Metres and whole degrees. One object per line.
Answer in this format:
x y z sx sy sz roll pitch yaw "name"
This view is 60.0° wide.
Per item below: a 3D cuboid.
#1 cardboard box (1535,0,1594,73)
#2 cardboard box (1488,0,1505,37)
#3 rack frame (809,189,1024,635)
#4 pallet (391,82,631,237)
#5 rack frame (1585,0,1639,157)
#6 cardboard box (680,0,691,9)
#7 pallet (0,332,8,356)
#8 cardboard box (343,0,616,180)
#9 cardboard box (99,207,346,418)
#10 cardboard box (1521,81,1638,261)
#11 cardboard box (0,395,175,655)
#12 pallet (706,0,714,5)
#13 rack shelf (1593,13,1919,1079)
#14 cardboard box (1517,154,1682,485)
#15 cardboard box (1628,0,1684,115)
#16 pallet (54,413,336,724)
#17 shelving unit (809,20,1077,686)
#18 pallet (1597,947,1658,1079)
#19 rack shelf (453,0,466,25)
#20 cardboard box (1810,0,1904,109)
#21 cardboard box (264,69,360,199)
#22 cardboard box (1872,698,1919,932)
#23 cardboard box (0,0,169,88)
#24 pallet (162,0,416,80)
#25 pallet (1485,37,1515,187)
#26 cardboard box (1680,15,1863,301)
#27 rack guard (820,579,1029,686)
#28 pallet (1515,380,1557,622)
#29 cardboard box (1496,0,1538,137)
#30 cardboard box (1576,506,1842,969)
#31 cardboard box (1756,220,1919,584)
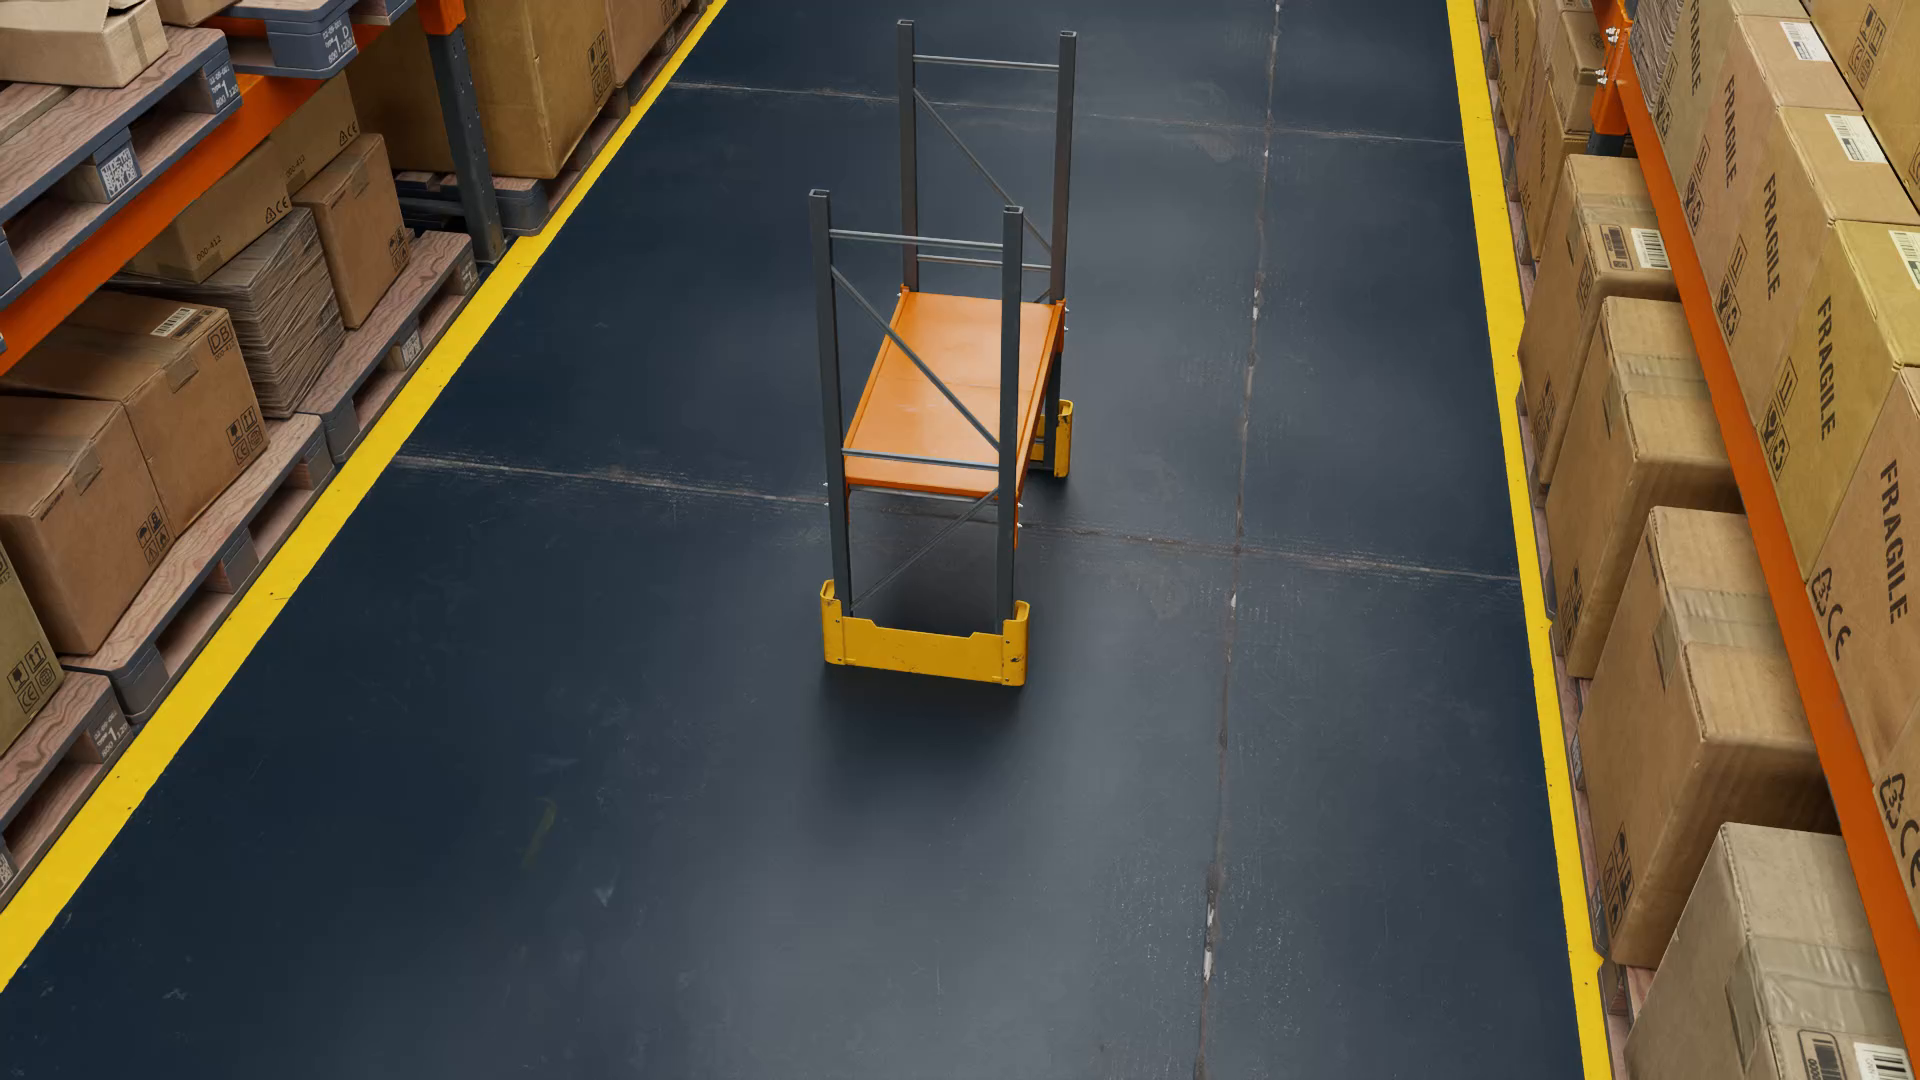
2.492 -1.980 6.334 0.500 0.250 0.500 7 40 8 "cardboard box"
2.768 -2.658 7.743 0.500 0.500 0.500 8 40 10 "cardboard box"
-0.103 -0.205 4.321 0.500 1.500 0.032 6 40 8 "rack frame"
-2.102 -1.738 7.186 1.003 0.211 1.213 6 40 8 "pallet"
2.555 -1.716 4.971 1.000 3.000 0.127 6 40 8 "rack frame"
-1.865 -3.215 8.122 1.225 0.875 0.875 5 40 6 "cardboard box"
-2.729 -0.205 3.295 1.003 0.211 1.213 6 40 8 "pallet"
-2.173 -2.100 6.774 1.225 0.875 0.875 5 40 6 "cardboard box"
-2.492 -0.760 5.432 0.700 0.500 0.500 3 40 4 "cardboard box"
2.412 -1.356 6.168 0.500 0.500 0.500 6 40 7 "cardboard box"
-2.680 -0.053 4.577 0.700 0.500 0.500 3 40 4 "cardboard box"
-1.680 -3.269 9.038 1.003 0.211 1.213 6 40 8 "pallet"
2.209 -0.183 3.682 1.077 0.370 4.000 6 40 8 "rack shelf"
2.361 -0.638 5.104 1.050 0.750 0.750 6 40 7 "cardboard box"
2.212 -1.502 4.635 0.500 0.500 0.500 7 40 8 "cardboard box"
-2.663 0.002 5.082 1.003 0.211 1.213 6 40 8 "pallet"
-0.013 -0.530 4.714 0.587 1.500 1.083 6 40 8 "shelving unit"
1.922 1.377 3.419 1.003 0.211 1.213 6 40 8 "pallet"
-1.966 -3.304 7.457 1.077 0.370 4.000 6 40 8 "rack shelf"
2.295 -1.219 3.507 0.700 0.500 0.500 6 40 7 "cardboard box"
-2.399 -1.398 5.614 0.500 0.250 0.500 8 40 9 "cardboard box"
1.690 0.399 2.335 0.500 0.500 0.500 6 40 7 "cardboard box"
-2.335 -1.360 4.317 0.396 0.266 0.258 5 40 6 "cardboard box"
-2.331 -1.793 5.215 1.213 0.211 1.003 6 40 8 "pallet"
2.905 -1.895 7.376 1.003 0.211 1.213 6 40 8 "pallet"
2.039 -0.866 3.865 0.500 0.500 0.500 6 40 8 "cardboard box"
-0.099 0.264 4.734 0.587 0.250 0.087 6 40 8 "rack guard"
2.344 -0.155 5.271 1.003 0.211 1.213 6 40 8 "pallet"
2.581 -2.015 6.965 0.500 0.500 0.500 5 40 6 "cardboard box"
2.052 0.495 3.733 1.050 0.750 0.750 6 40 8 "cardboard box"
1.865 -0.235 3.102 0.500 0.500 0.500 7 40 8 "cardboard box"
